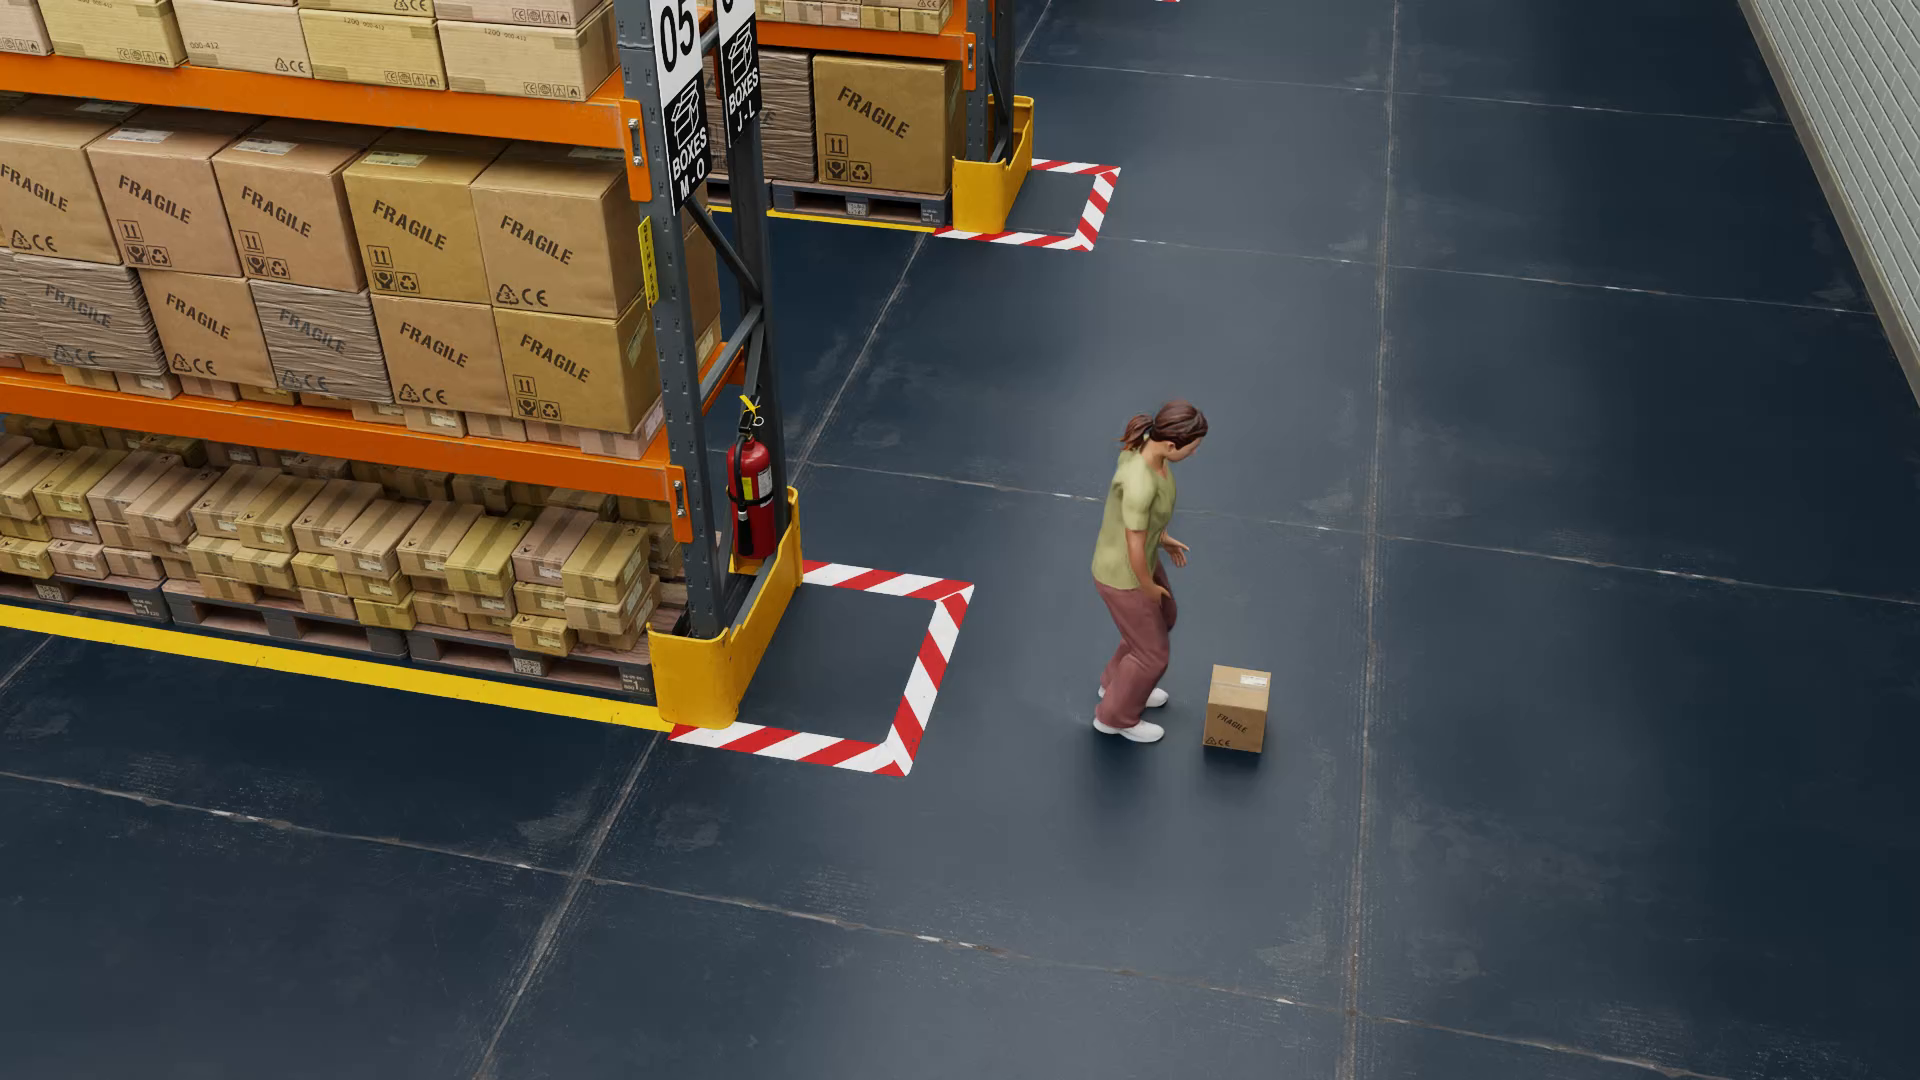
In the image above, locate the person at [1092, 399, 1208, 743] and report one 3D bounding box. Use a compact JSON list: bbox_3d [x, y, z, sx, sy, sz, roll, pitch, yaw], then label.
[{"bbox_3d":[0.759,0.110,6.876,0.406,1.617,0.474,8,38,11],"label":"person"}]
